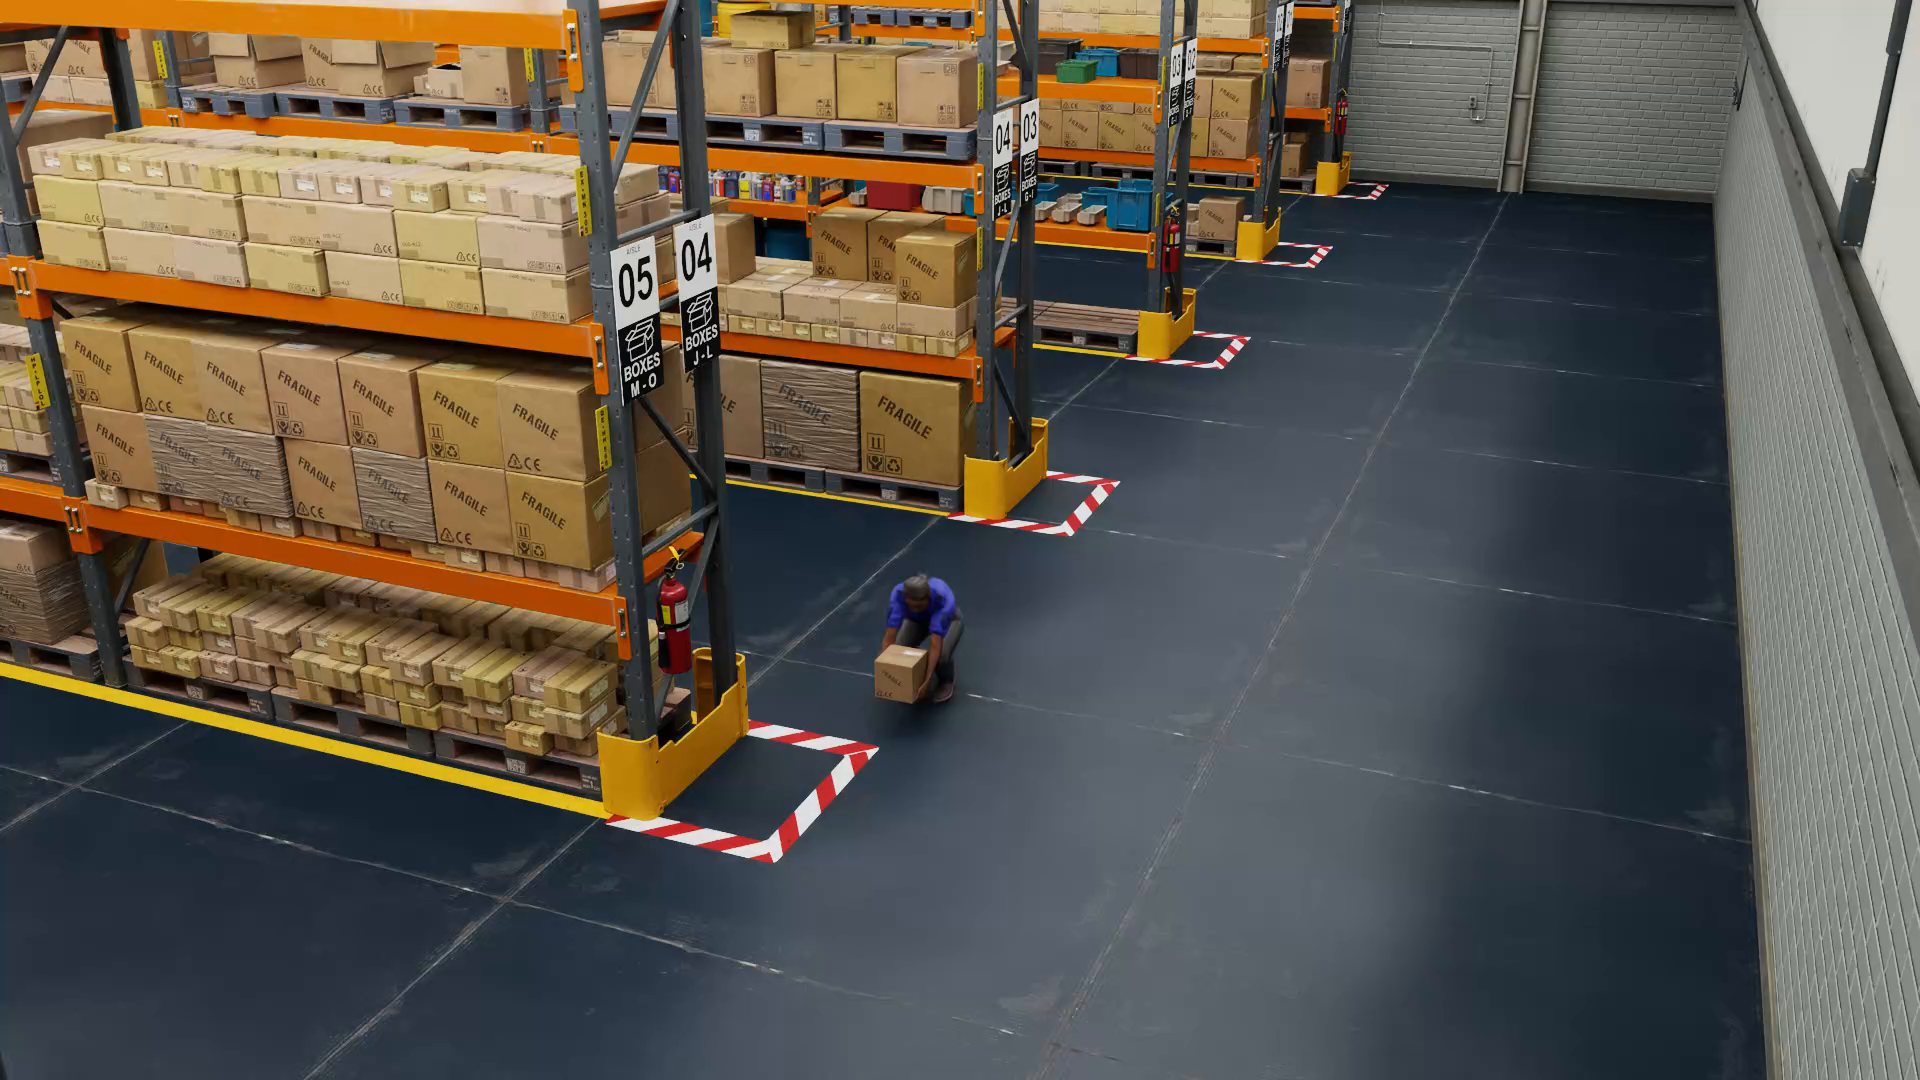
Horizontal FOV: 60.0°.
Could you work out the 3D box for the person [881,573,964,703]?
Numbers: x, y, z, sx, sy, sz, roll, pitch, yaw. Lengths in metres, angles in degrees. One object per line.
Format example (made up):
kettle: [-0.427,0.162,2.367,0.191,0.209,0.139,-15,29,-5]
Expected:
person: [-0.236,0.578,10.463,0.465,0.951,0.833,8,24,19]
